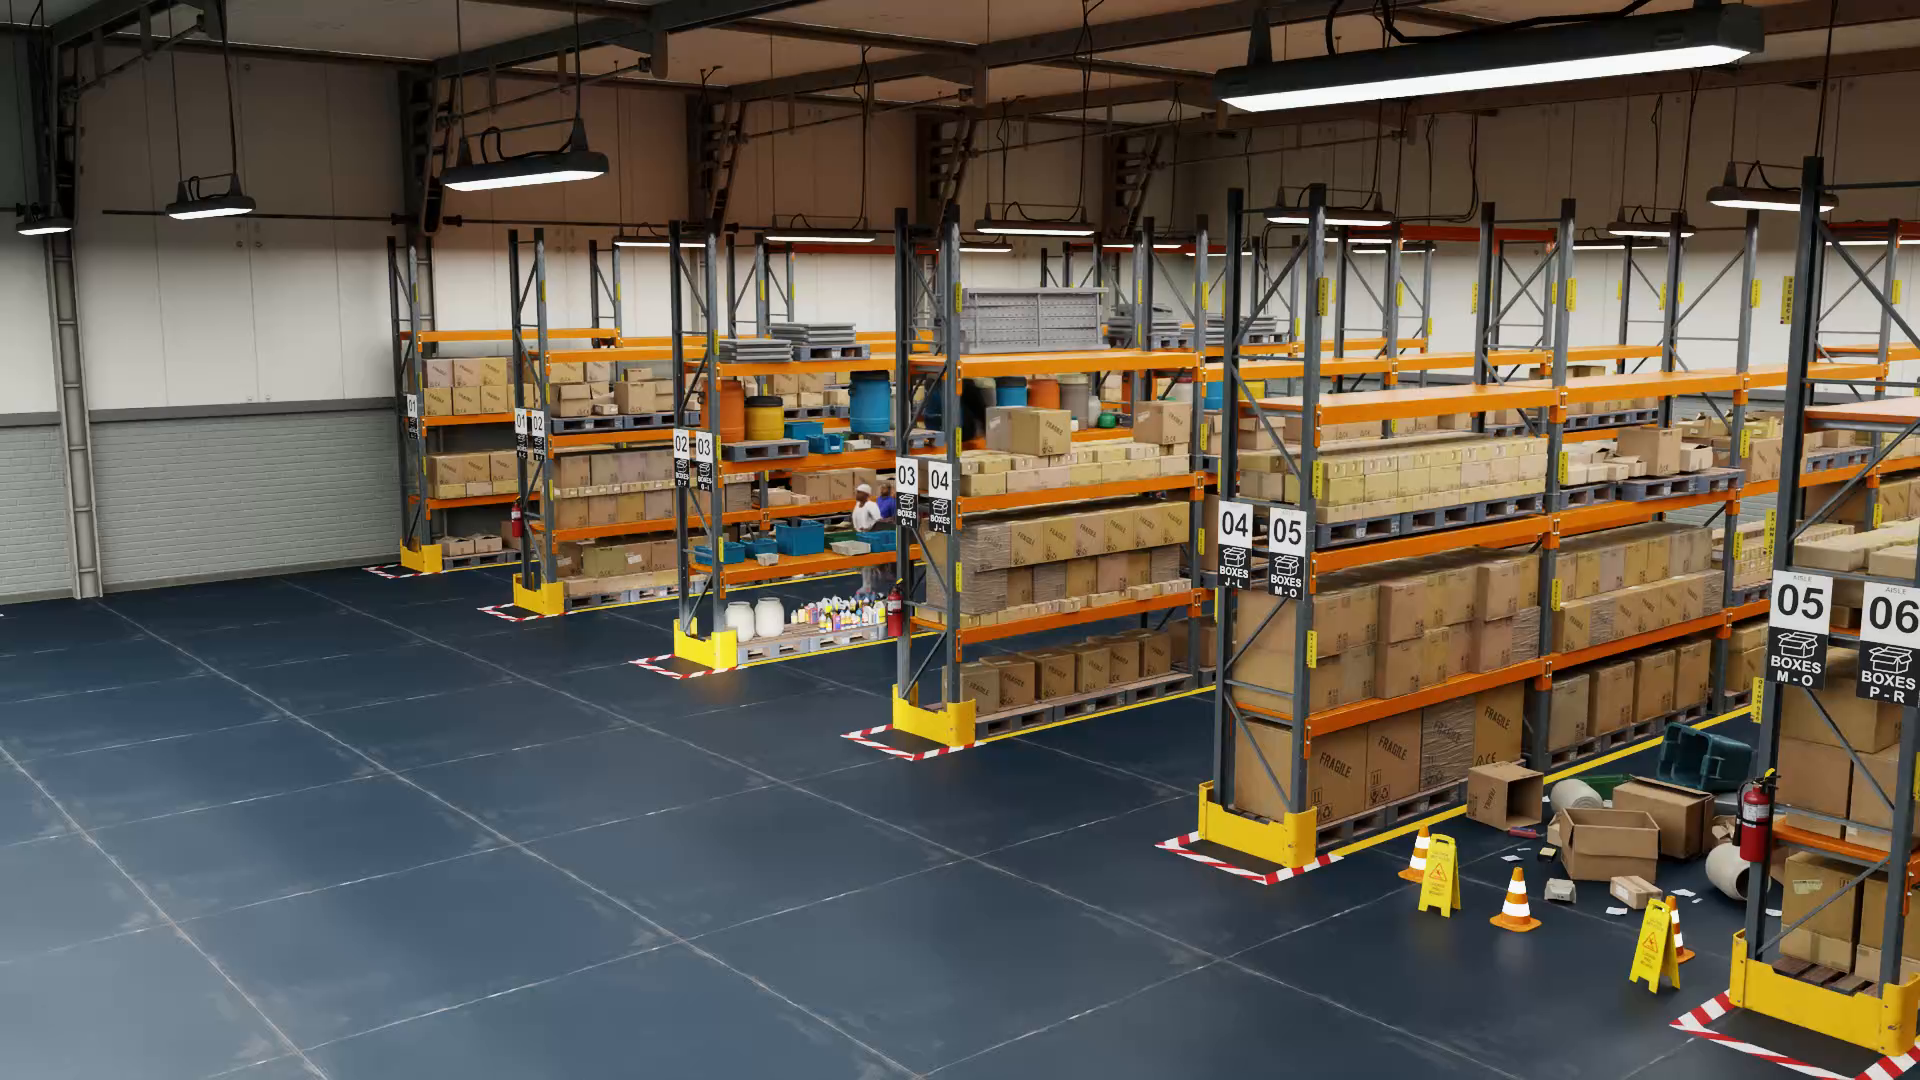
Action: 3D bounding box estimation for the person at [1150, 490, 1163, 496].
[{"bbox_3d":[3.813,-0.648,32.415,0.644,1.680,0.591,6,11,35],"label":"person"}]

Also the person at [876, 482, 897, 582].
[{"bbox_3d":[-1.271,-0.082,27.374,0.552,1.585,0.629,5,10,30],"label":"person"}]

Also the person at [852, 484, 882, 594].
[{"bbox_3d":[-1.508,-0.021,26.348,0.572,1.741,0.688,-7,11,-39],"label":"person"}]
